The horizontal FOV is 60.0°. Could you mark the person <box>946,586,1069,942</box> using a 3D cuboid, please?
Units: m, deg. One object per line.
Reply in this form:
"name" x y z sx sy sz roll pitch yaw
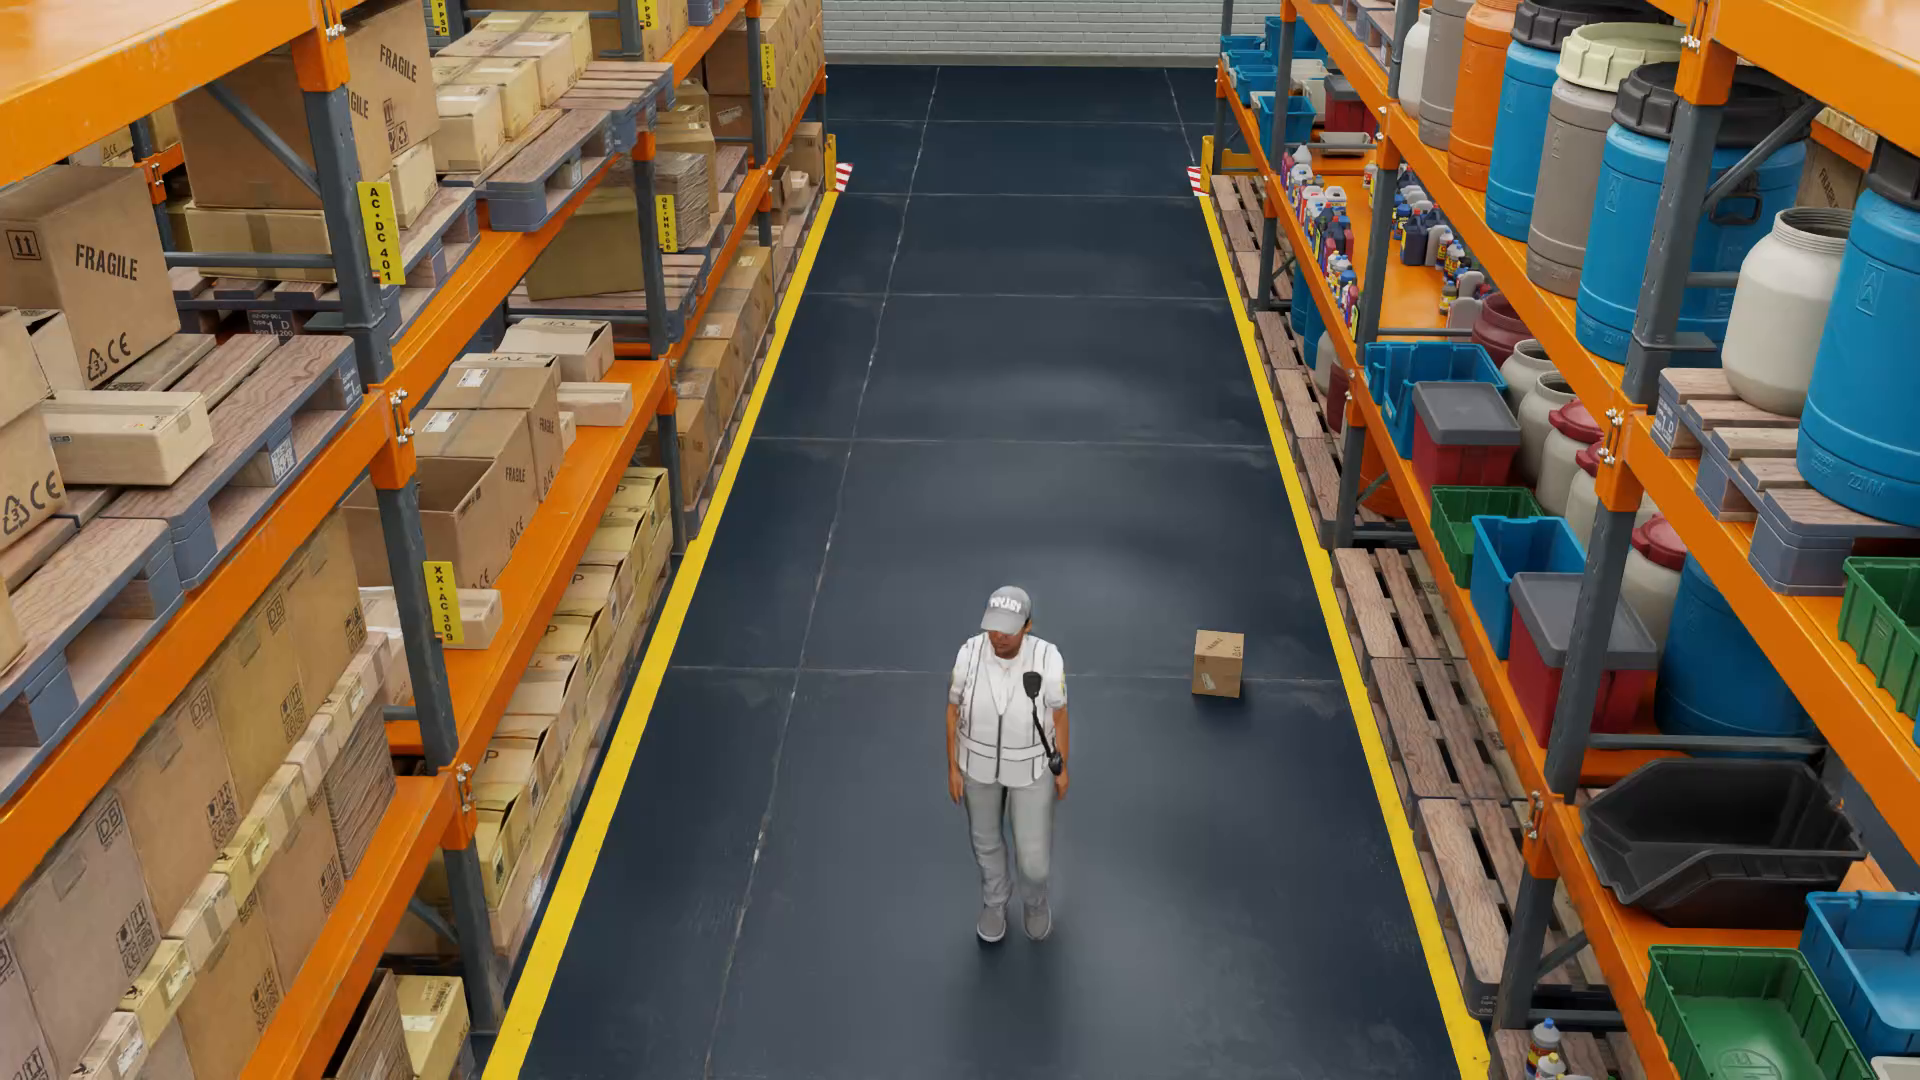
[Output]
"person" 0.181 0.963 6.789 0.507 1.688 0.463 6 29 12
